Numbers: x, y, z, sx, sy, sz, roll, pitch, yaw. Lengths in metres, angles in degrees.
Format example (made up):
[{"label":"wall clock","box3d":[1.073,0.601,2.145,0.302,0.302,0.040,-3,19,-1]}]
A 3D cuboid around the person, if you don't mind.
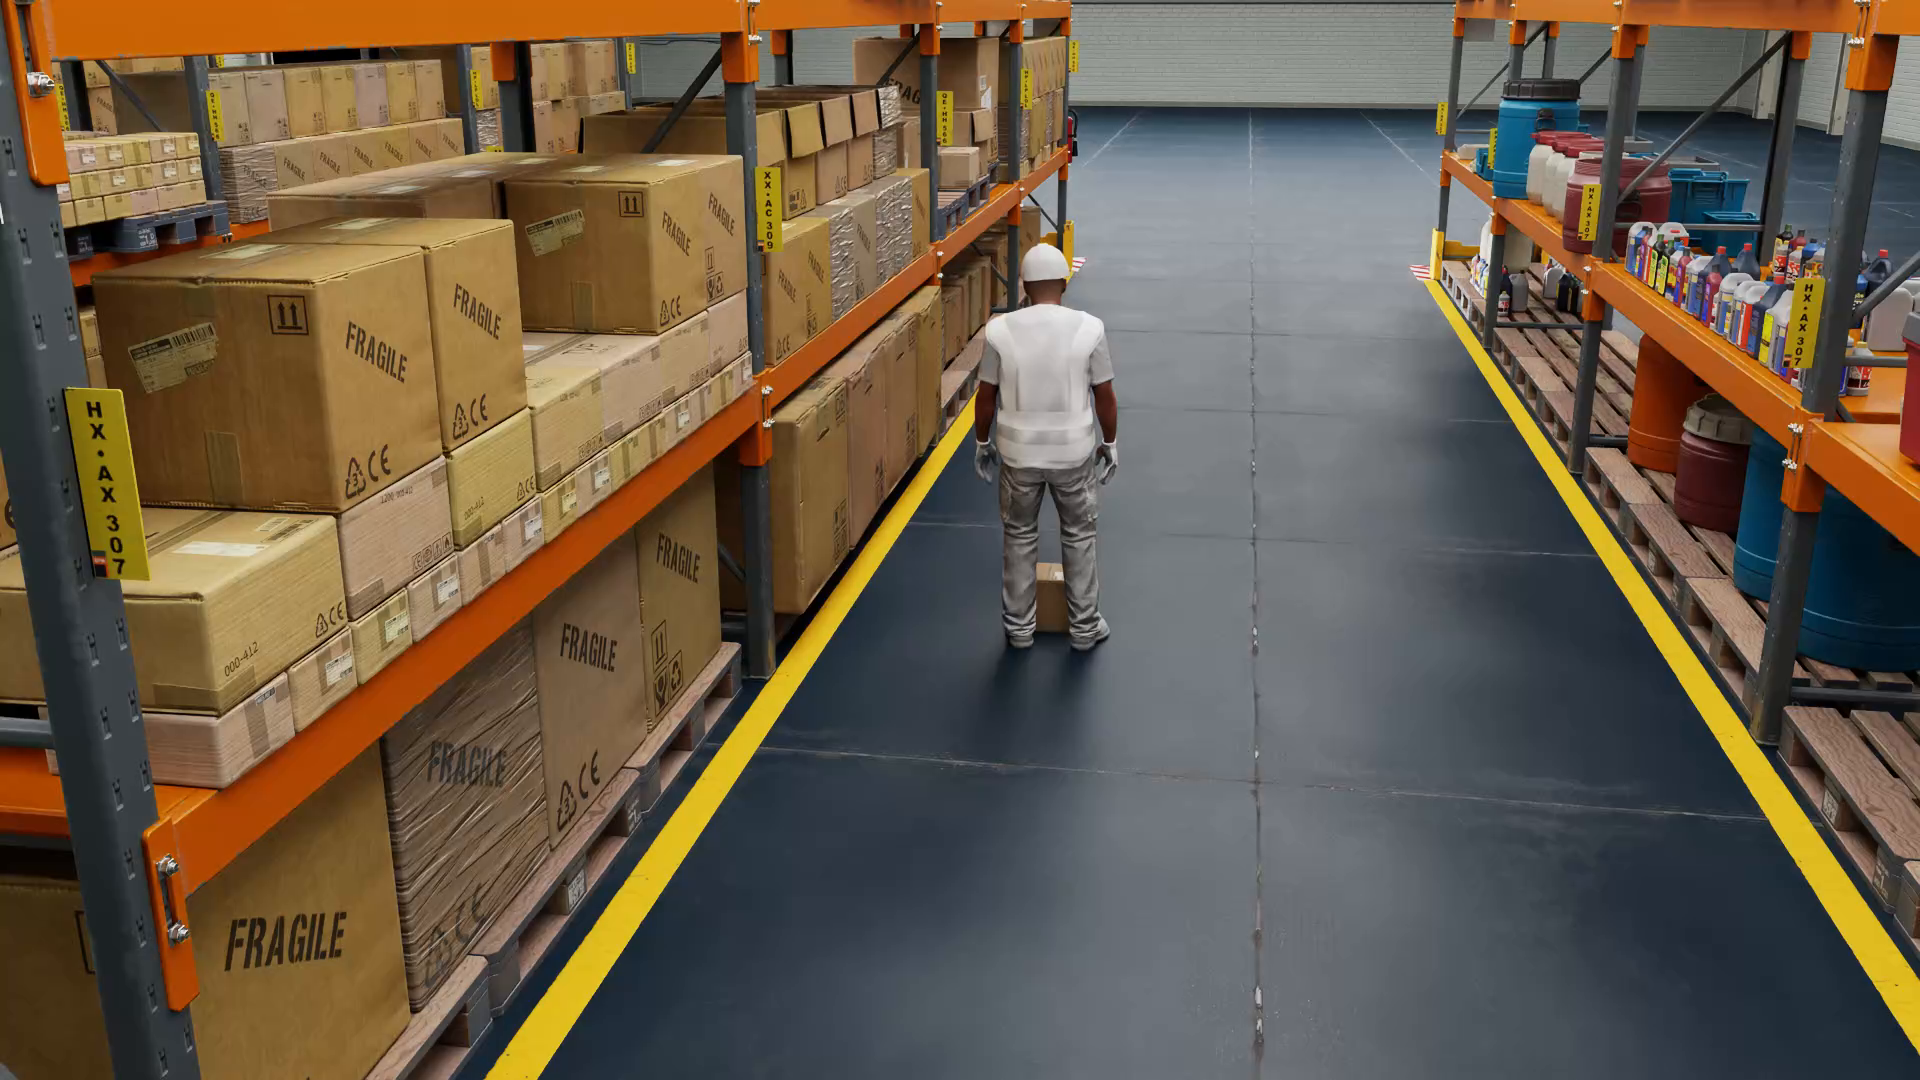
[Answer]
[{"label":"person","box3d":[0.375,-0.392,7.258,0.630,1.776,0.443,2,18,6]}]
